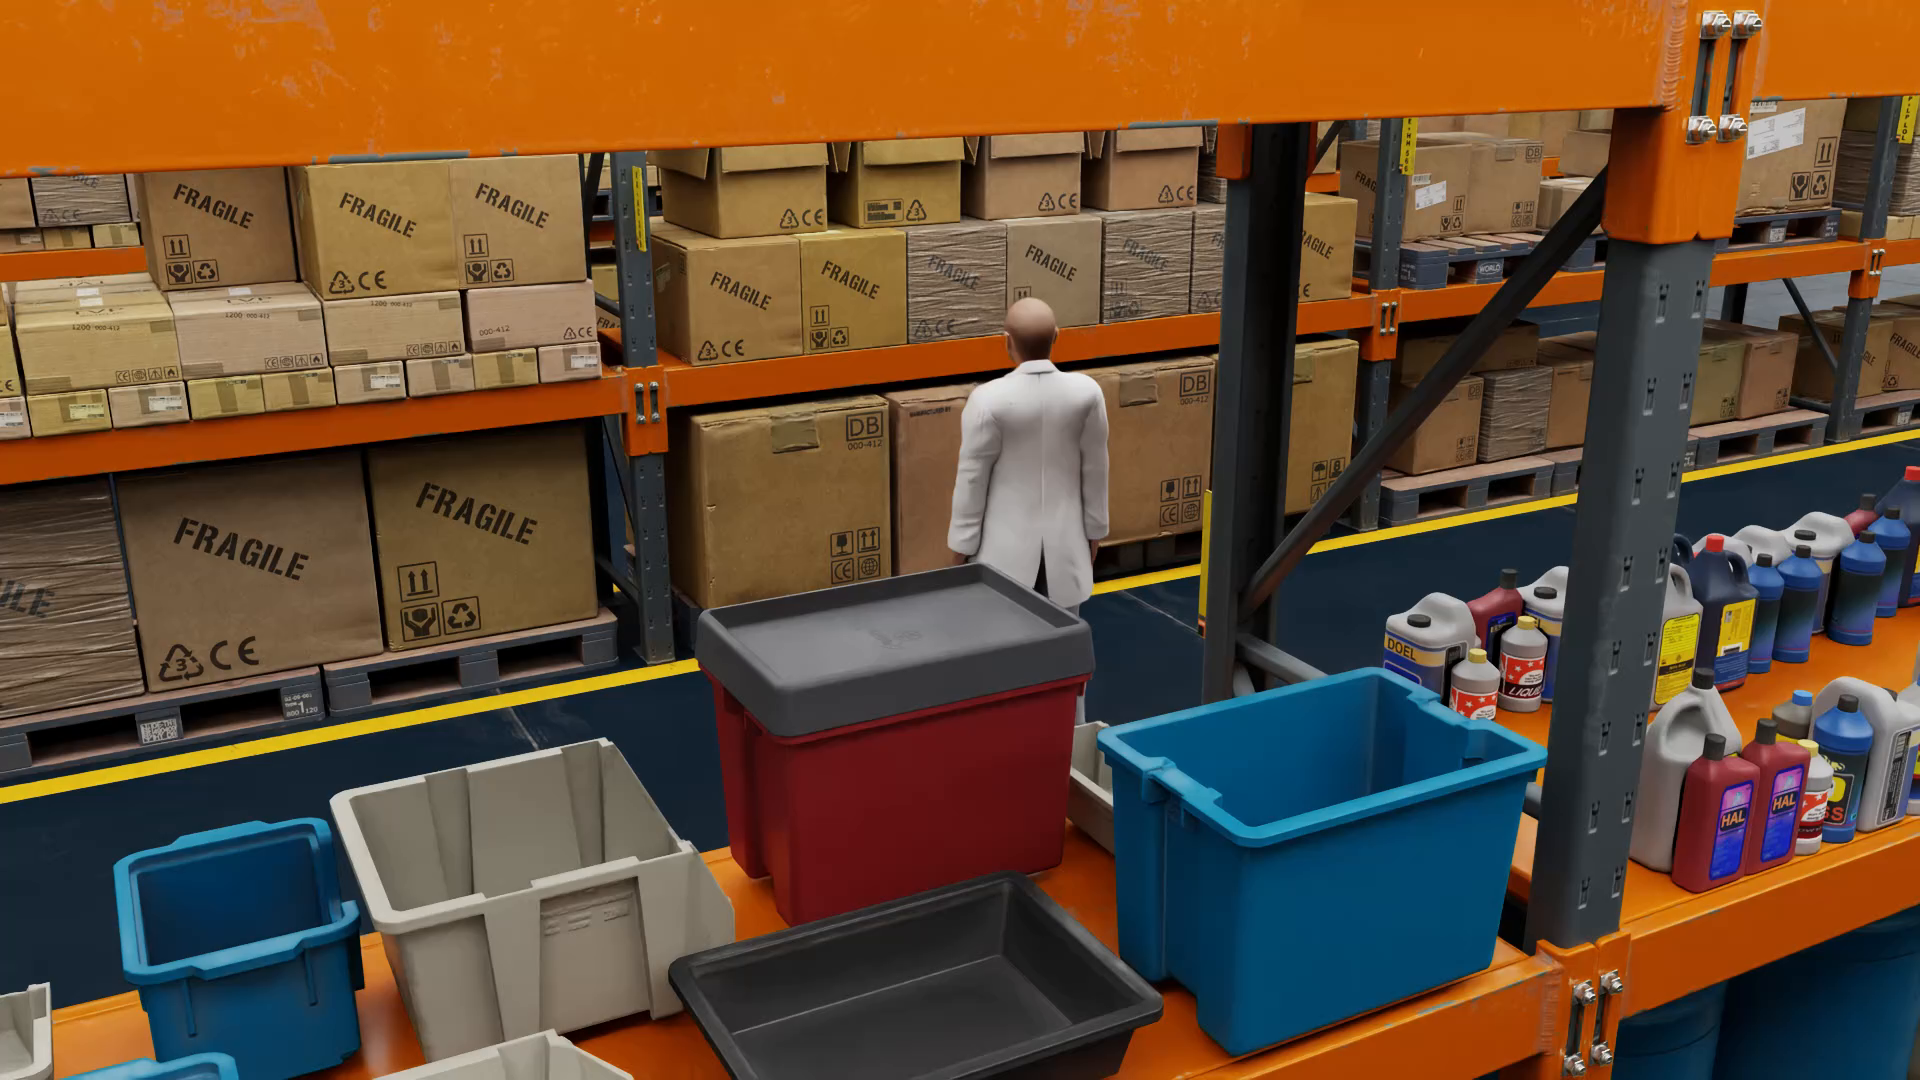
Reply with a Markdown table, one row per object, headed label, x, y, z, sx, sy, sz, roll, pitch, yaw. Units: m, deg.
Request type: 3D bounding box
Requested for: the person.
| label | x | y | z | sx | sy | sz | roll | pitch | yaw |
| --- | --- | --- | --- | --- | --- | --- | --- | --- | --- |
| person | 0.232 | -0.011 | 6.074 | 0.604 | 1.783 | 0.433 | -6 | 19 | -17 |
